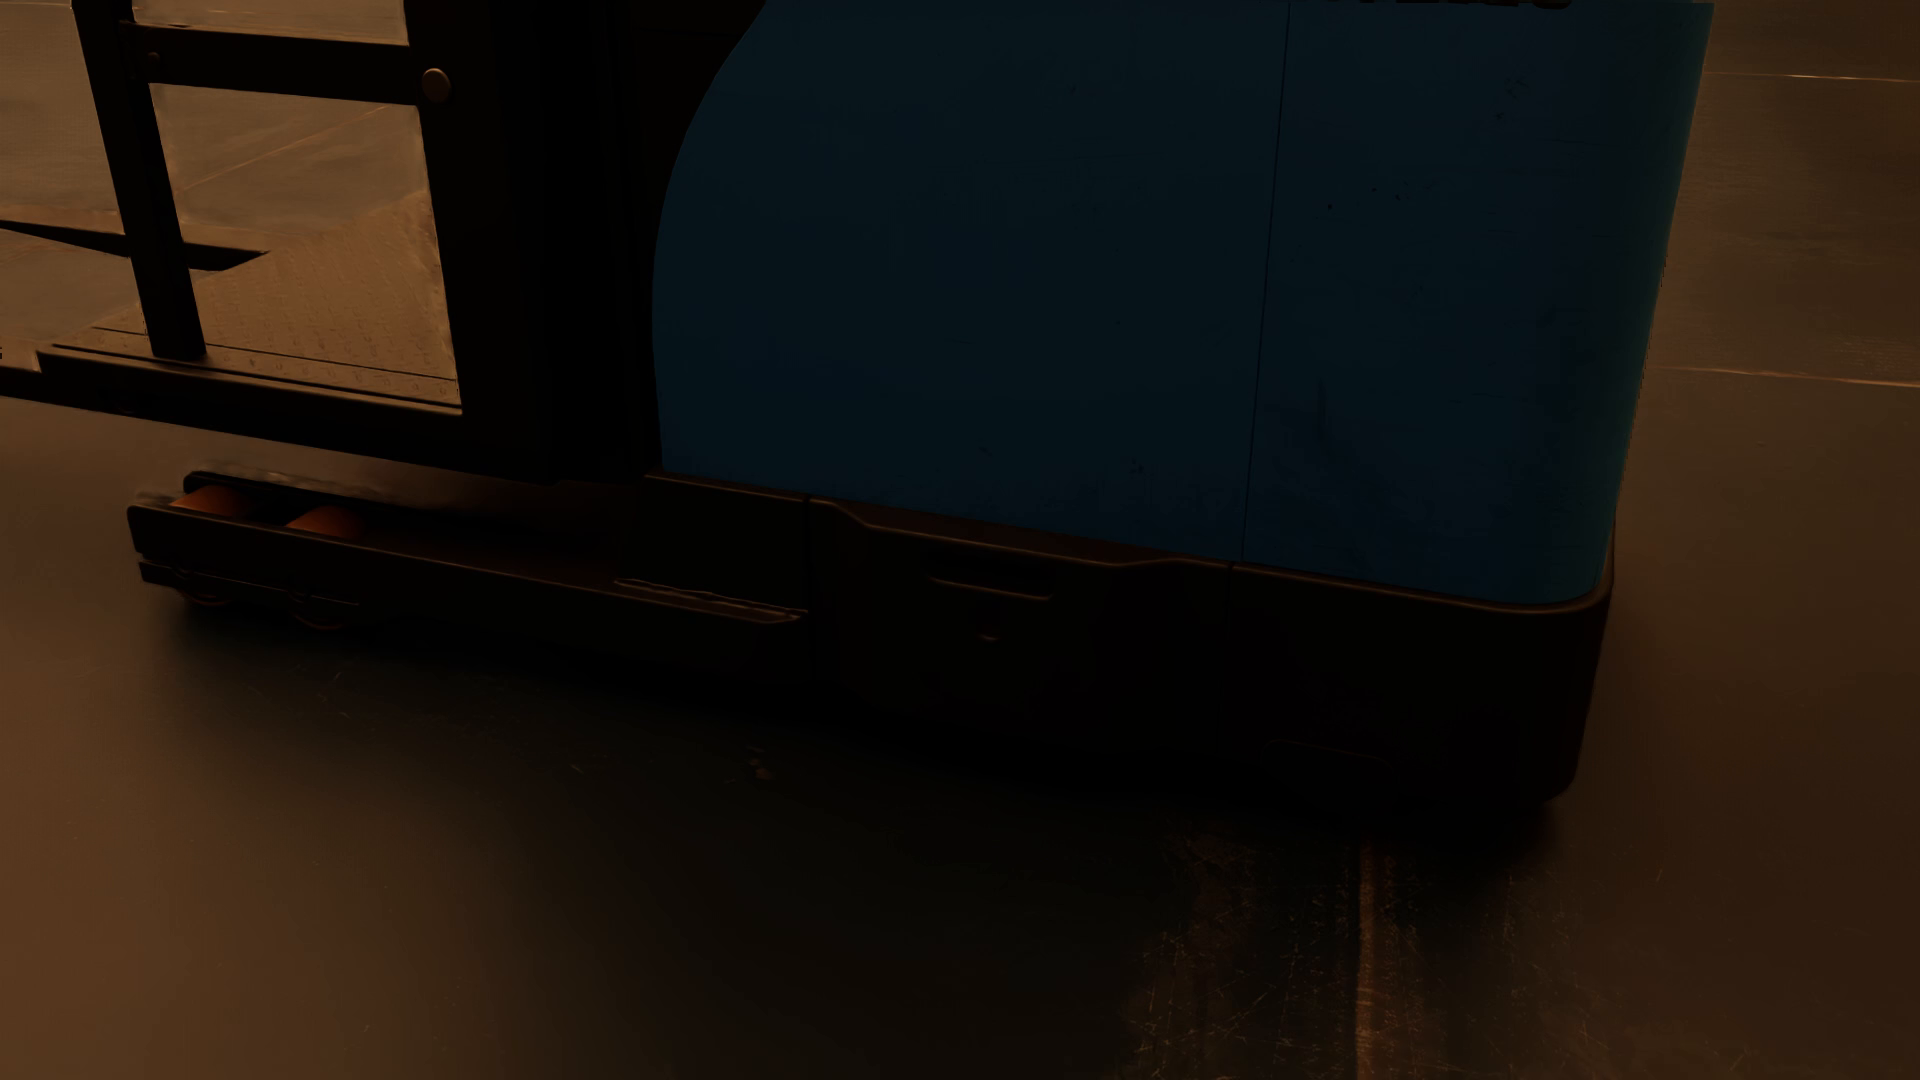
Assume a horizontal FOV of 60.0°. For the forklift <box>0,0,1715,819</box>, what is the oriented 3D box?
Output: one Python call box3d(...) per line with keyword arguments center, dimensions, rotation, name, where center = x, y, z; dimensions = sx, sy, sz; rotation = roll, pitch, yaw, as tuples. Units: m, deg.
box3d(center=(-0.604, -1.398, 2.017), dimensions=(3.031, 2.935, 1.130), rotation=(9, 28, 18), name="forklift")
